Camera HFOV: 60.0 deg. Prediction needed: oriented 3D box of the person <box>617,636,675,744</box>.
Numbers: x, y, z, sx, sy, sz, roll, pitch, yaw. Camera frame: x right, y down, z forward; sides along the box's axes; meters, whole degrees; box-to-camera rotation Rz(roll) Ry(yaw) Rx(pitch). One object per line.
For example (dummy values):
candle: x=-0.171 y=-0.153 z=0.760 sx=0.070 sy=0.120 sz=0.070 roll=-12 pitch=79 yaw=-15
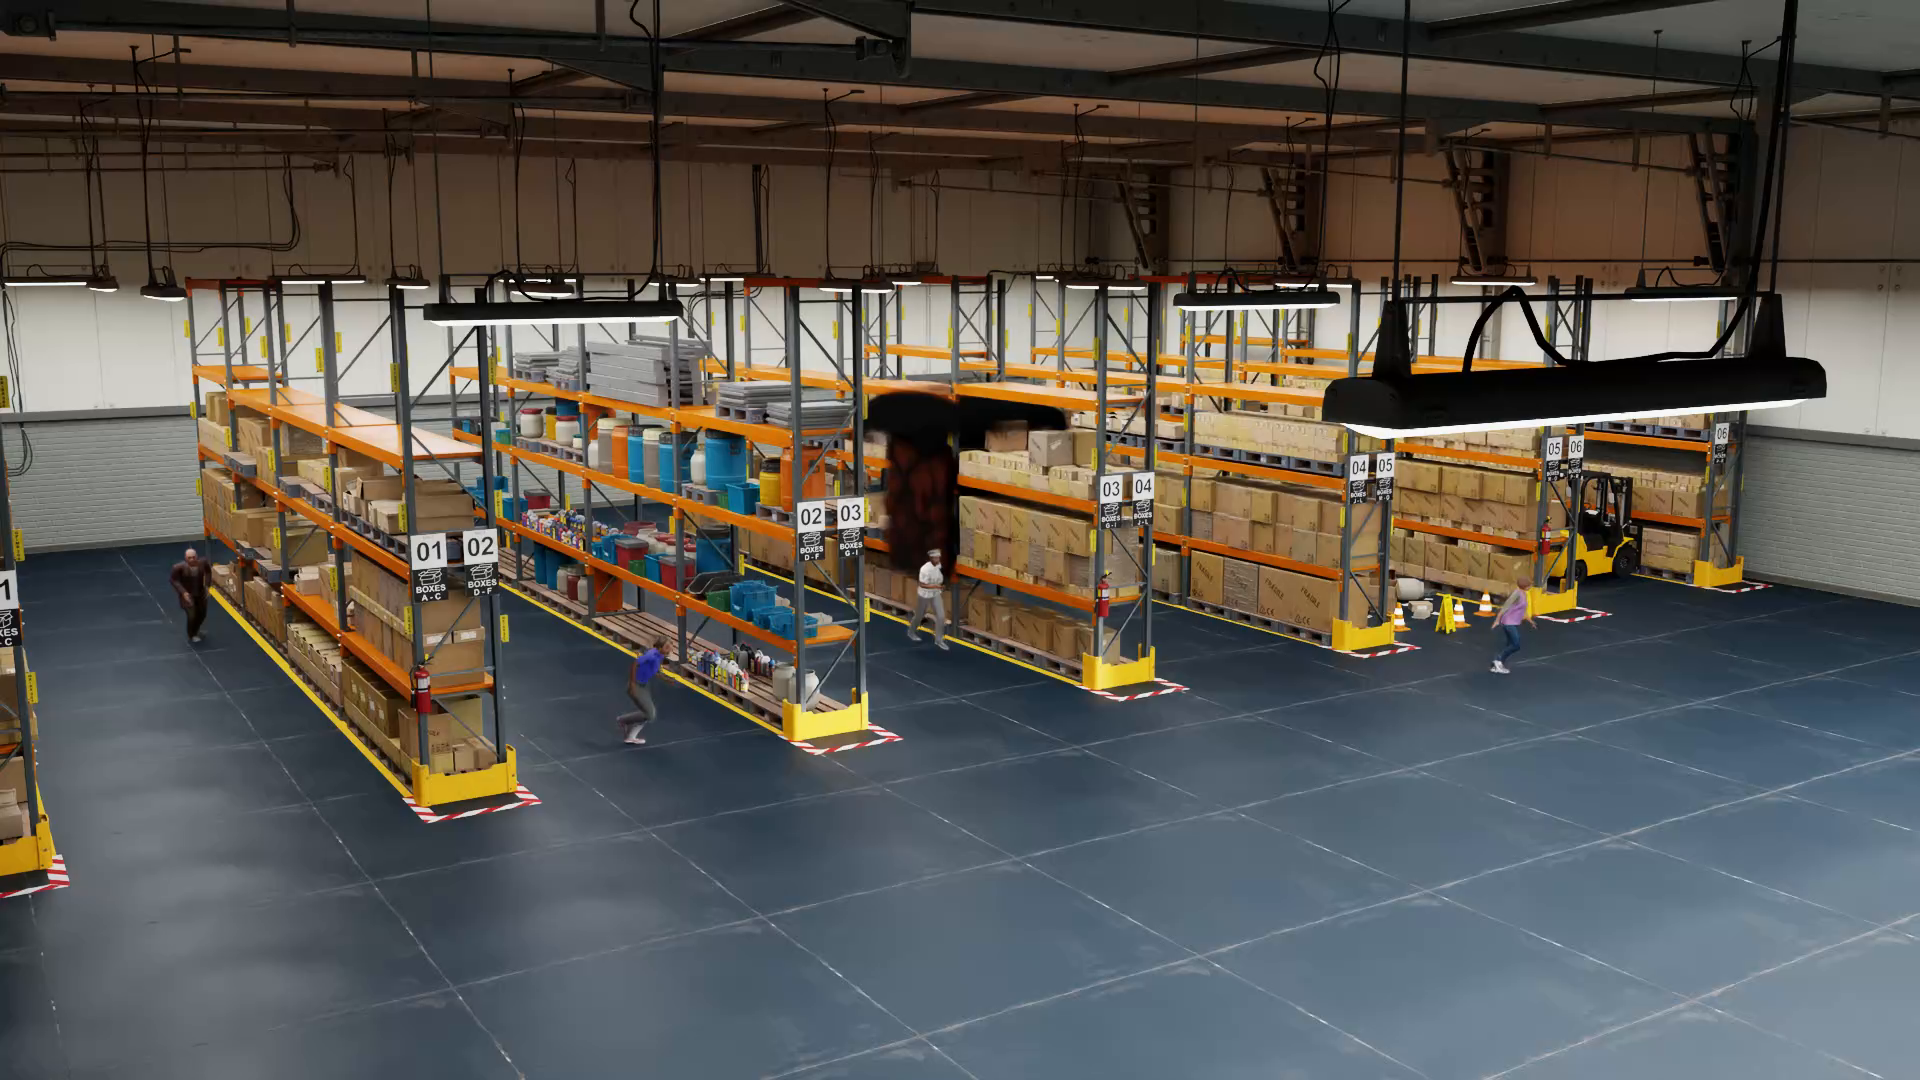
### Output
person: x=-4.143 y=1.988 z=21.833 sx=0.776 sy=1.475 sz=0.599 roll=1 pitch=10 yaw=7

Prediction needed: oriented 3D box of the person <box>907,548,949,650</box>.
person: x=-0.507 y=0.913 z=26.838 sx=0.573 sy=1.657 sz=0.955 roll=-7 pitch=12 yaw=-36

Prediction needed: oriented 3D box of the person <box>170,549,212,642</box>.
person: x=-12.852 y=0.897 z=27.785 sx=0.906 sy=1.627 sz=0.733 roll=7 pitch=12 yaw=38

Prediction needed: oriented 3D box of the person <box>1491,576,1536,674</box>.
person: x=8.523 y=1.308 z=25.601 sx=0.595 sy=1.546 sz=0.552 roll=6 pitch=11 yaw=33
